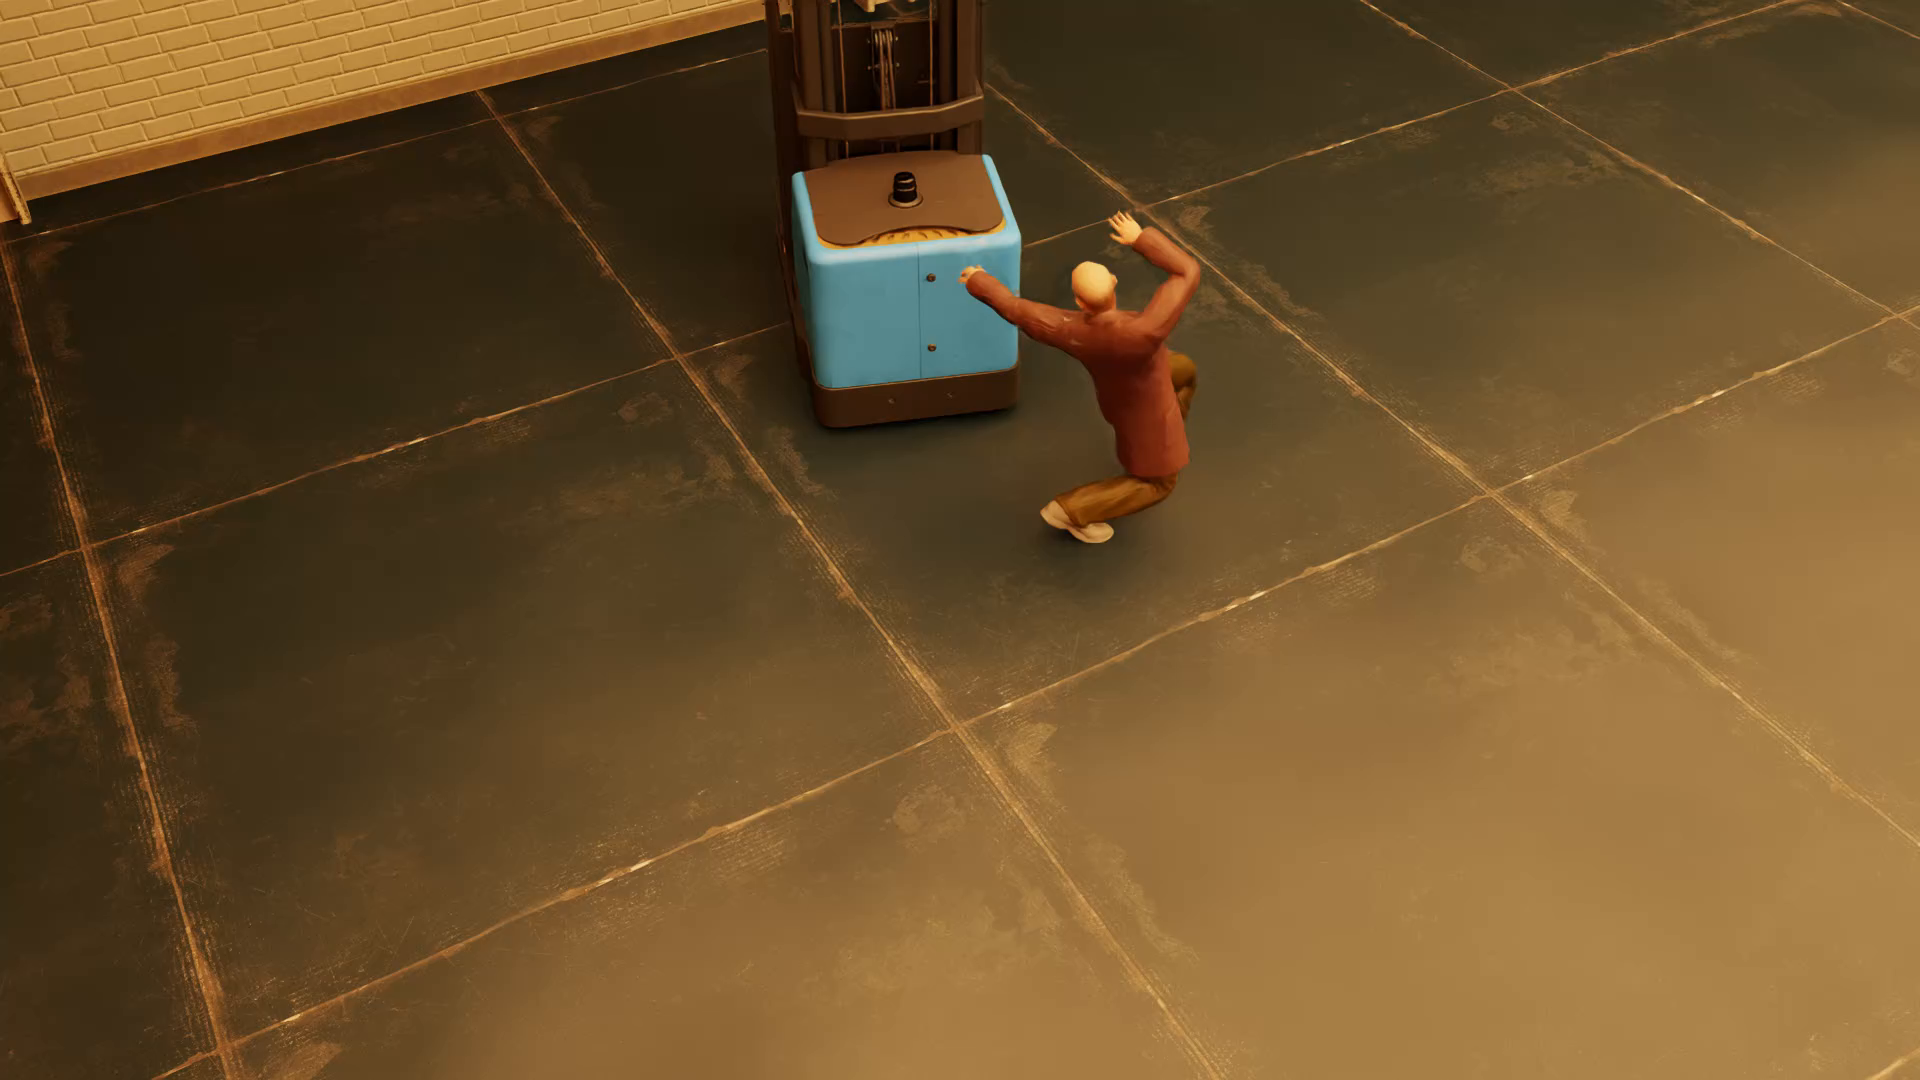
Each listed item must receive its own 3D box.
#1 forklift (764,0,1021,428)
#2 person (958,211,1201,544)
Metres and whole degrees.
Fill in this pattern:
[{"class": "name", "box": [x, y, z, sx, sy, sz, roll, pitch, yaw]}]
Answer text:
[{"class": "forklift", "box": [-0.466, -2.650, 8.556, 1.130, 2.935, 3.031, -7, 43, -8]}, {"class": "person", "box": [0.634, -0.846, 7.659, 0.930, 1.567, 1.153, -27, 49, -26]}]
